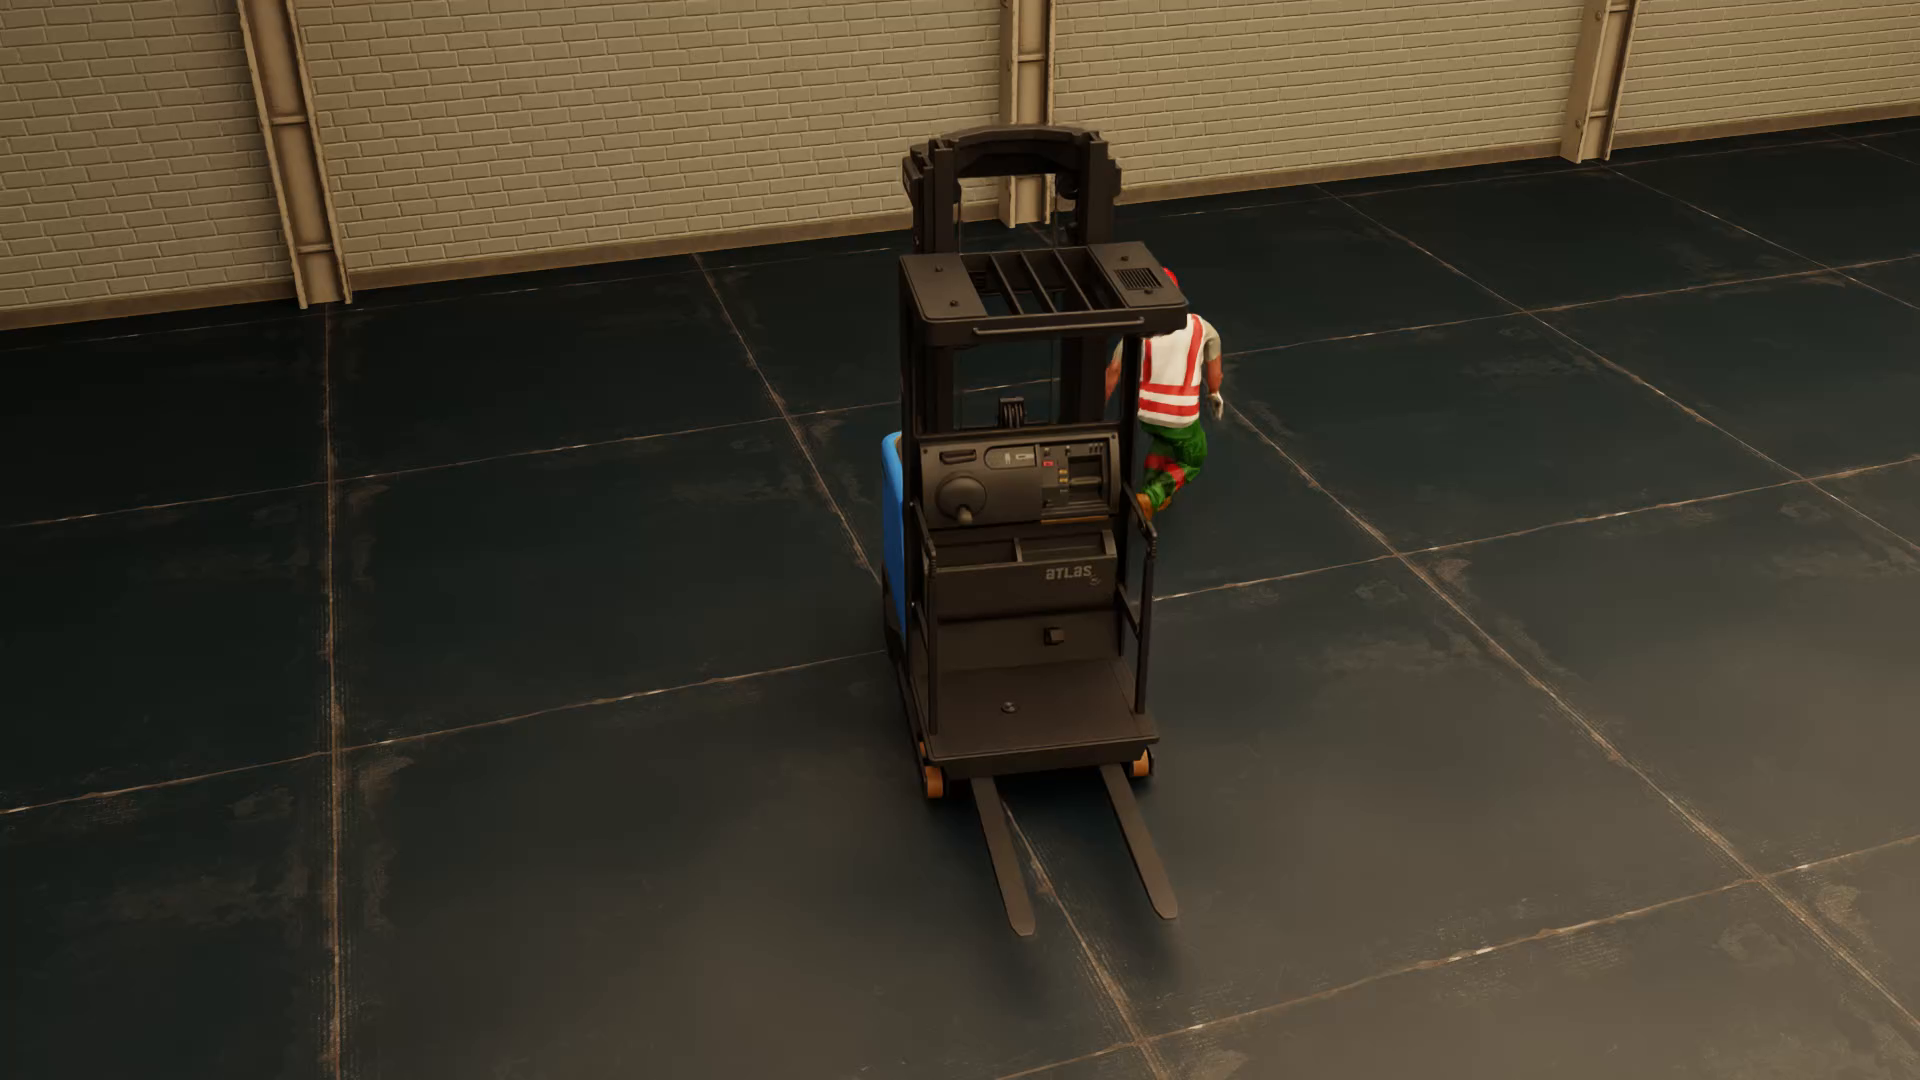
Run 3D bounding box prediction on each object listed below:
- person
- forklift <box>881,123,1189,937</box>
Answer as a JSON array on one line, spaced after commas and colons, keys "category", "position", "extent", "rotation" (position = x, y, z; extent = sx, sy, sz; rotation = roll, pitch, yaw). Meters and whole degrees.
[{"category": "person", "position": [1.158, -0.818, 9.916], "extent": [0.710, 1.559, 0.725], "rotation": [11, 32, 18]}, {"category": "forklift", "position": [0.318, -0.235, 7.496], "extent": [1.130, 2.935, 3.031], "rotation": [-5, 30, -8]}]
